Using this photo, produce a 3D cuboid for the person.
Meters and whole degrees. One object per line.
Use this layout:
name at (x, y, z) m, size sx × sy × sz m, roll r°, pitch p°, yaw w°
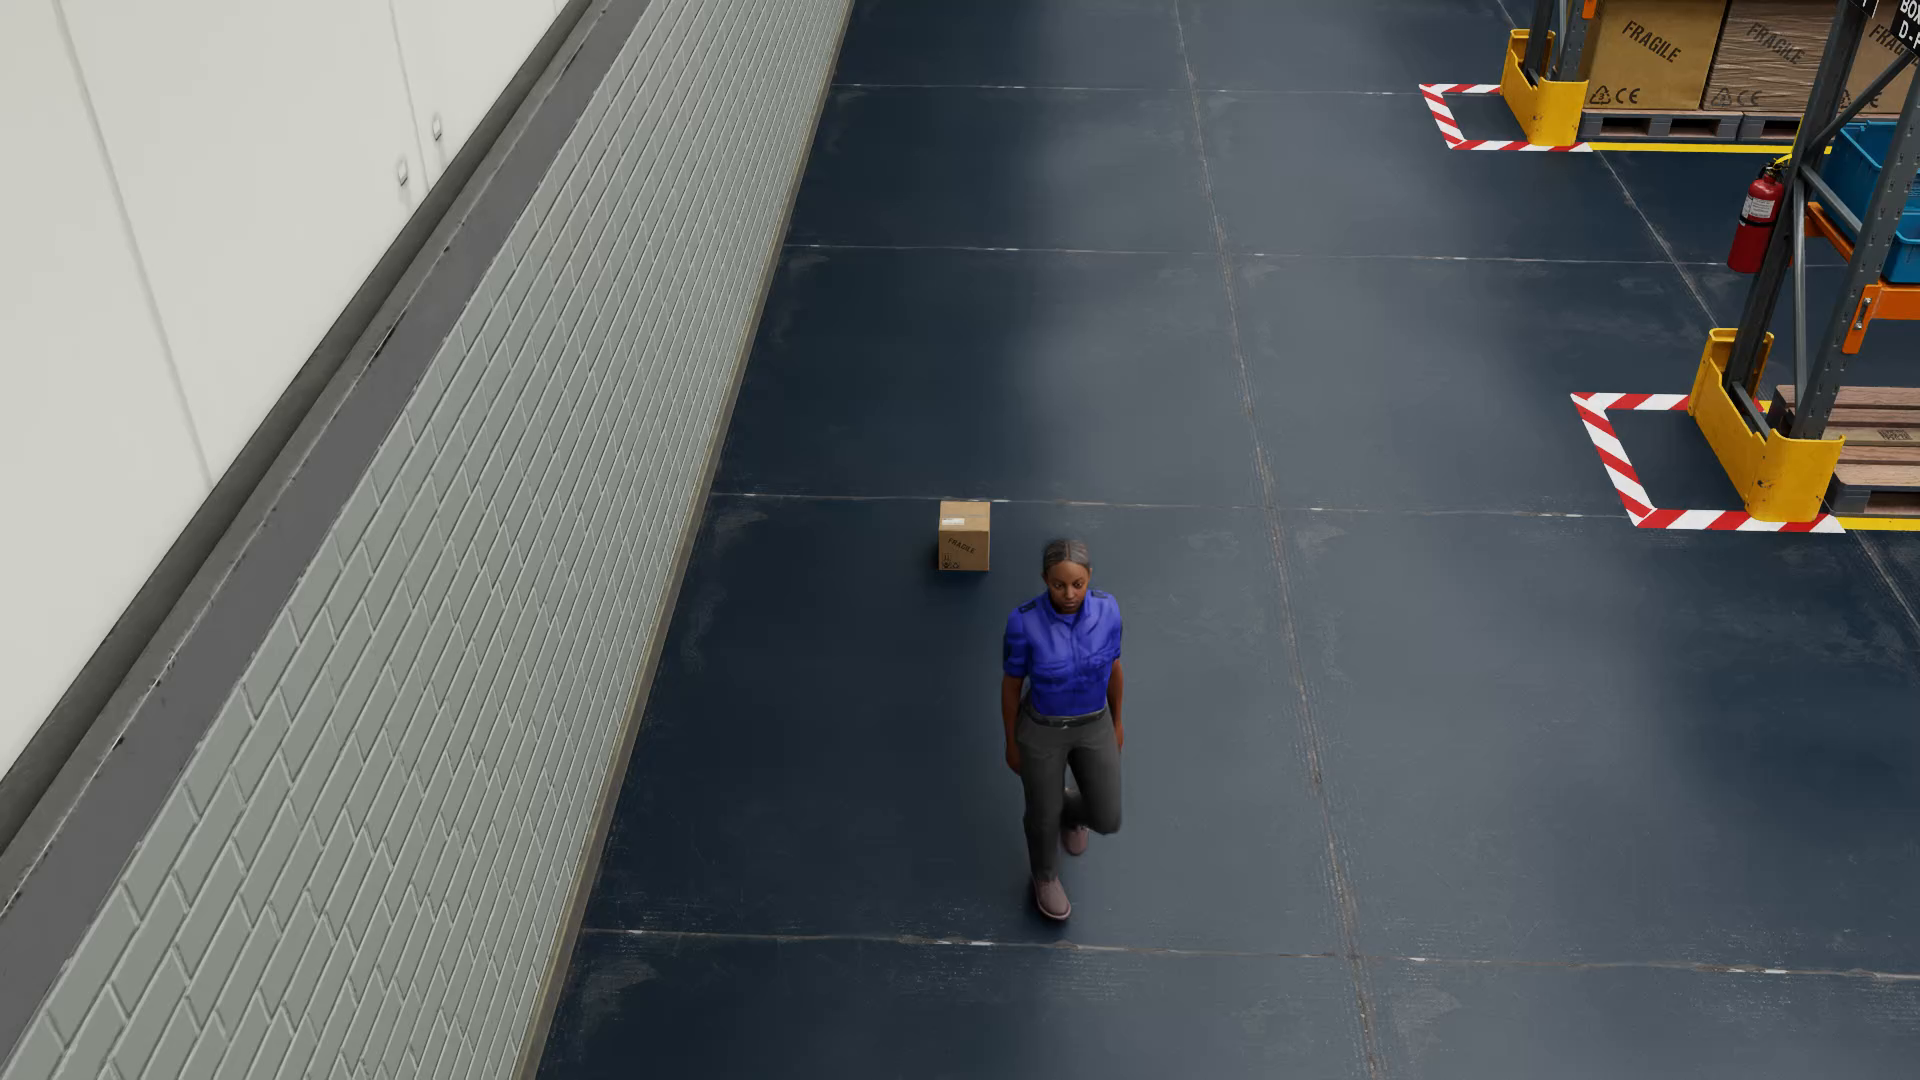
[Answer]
person at (0.381, 0.689, 6.121) m, size 0.472 × 1.648 × 0.477 m, roll -8°, pitch 37°, yaw -11°
